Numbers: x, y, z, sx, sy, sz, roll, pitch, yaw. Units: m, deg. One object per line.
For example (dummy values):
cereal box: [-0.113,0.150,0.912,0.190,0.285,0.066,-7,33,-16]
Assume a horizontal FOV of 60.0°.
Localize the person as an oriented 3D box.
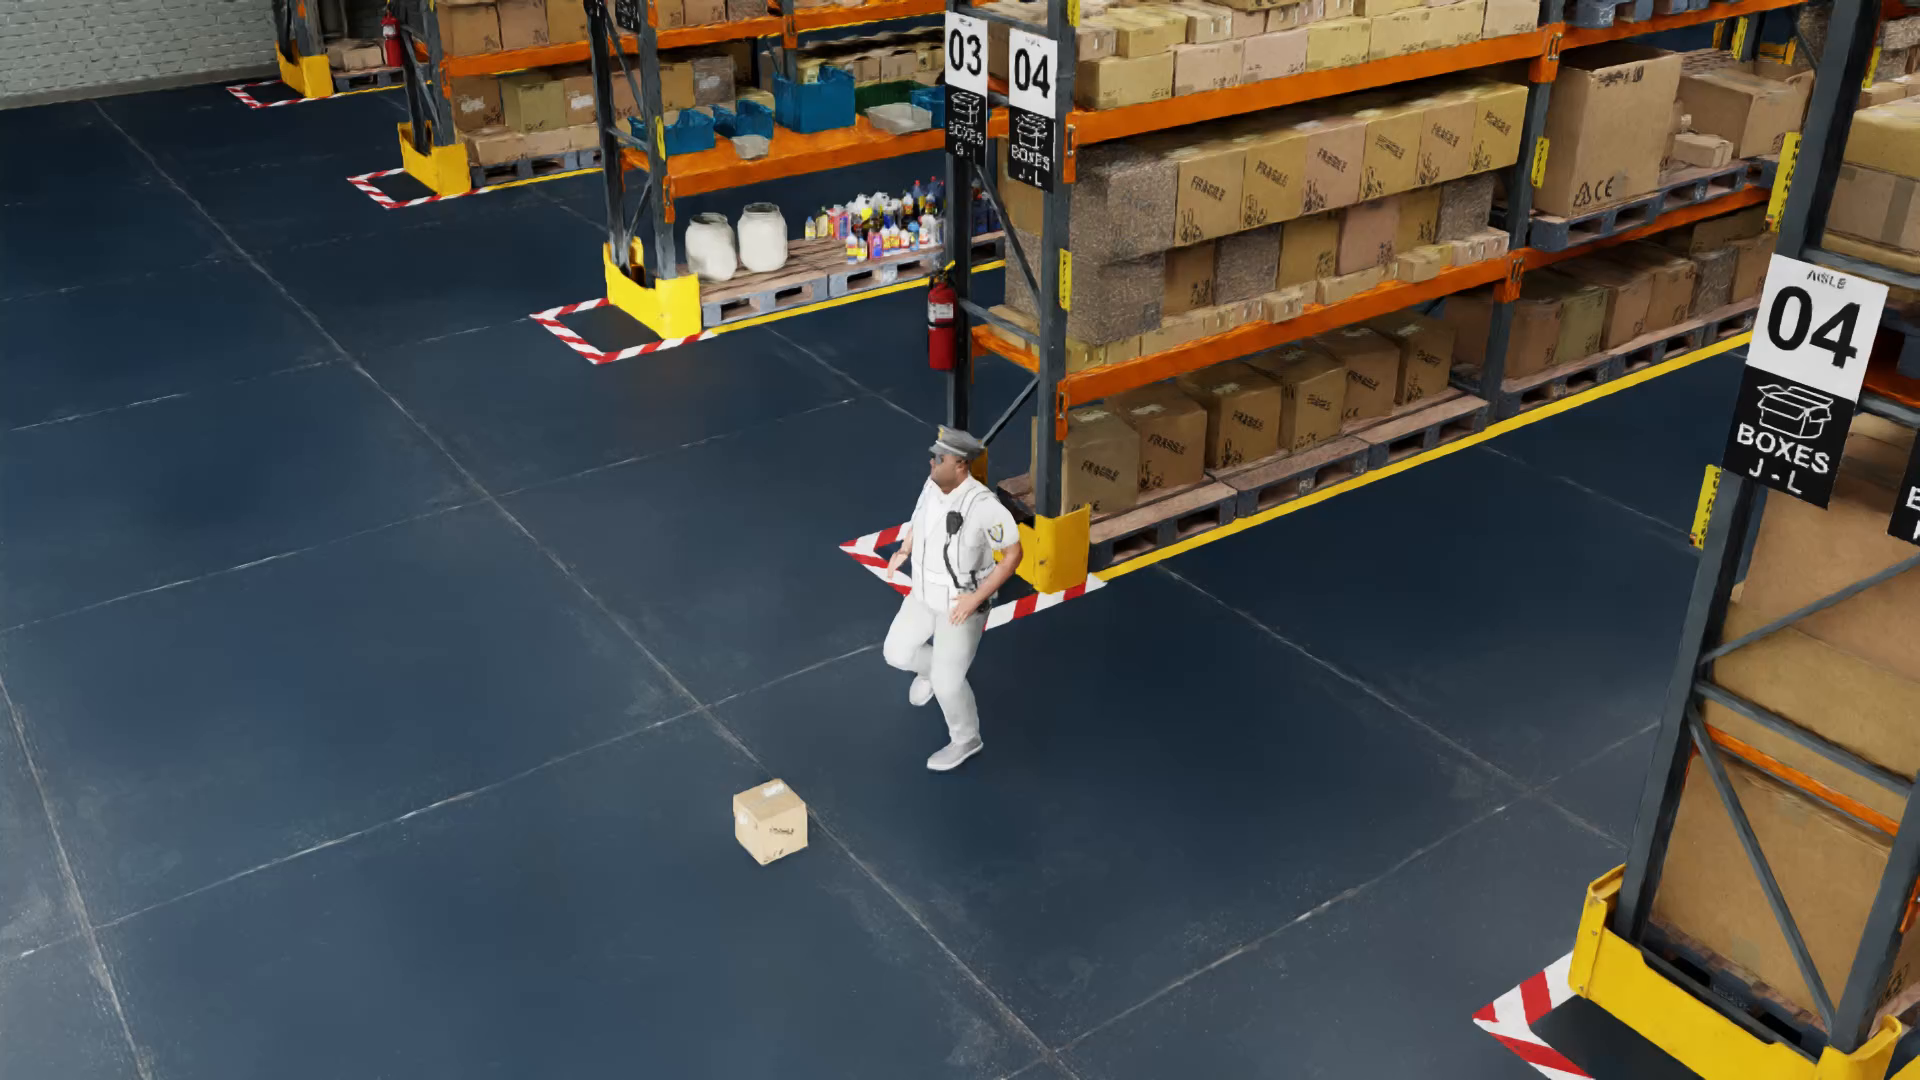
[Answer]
person: [-0.059,0.255,8.154,0.510,1.756,0.783,-23,36,-36]
